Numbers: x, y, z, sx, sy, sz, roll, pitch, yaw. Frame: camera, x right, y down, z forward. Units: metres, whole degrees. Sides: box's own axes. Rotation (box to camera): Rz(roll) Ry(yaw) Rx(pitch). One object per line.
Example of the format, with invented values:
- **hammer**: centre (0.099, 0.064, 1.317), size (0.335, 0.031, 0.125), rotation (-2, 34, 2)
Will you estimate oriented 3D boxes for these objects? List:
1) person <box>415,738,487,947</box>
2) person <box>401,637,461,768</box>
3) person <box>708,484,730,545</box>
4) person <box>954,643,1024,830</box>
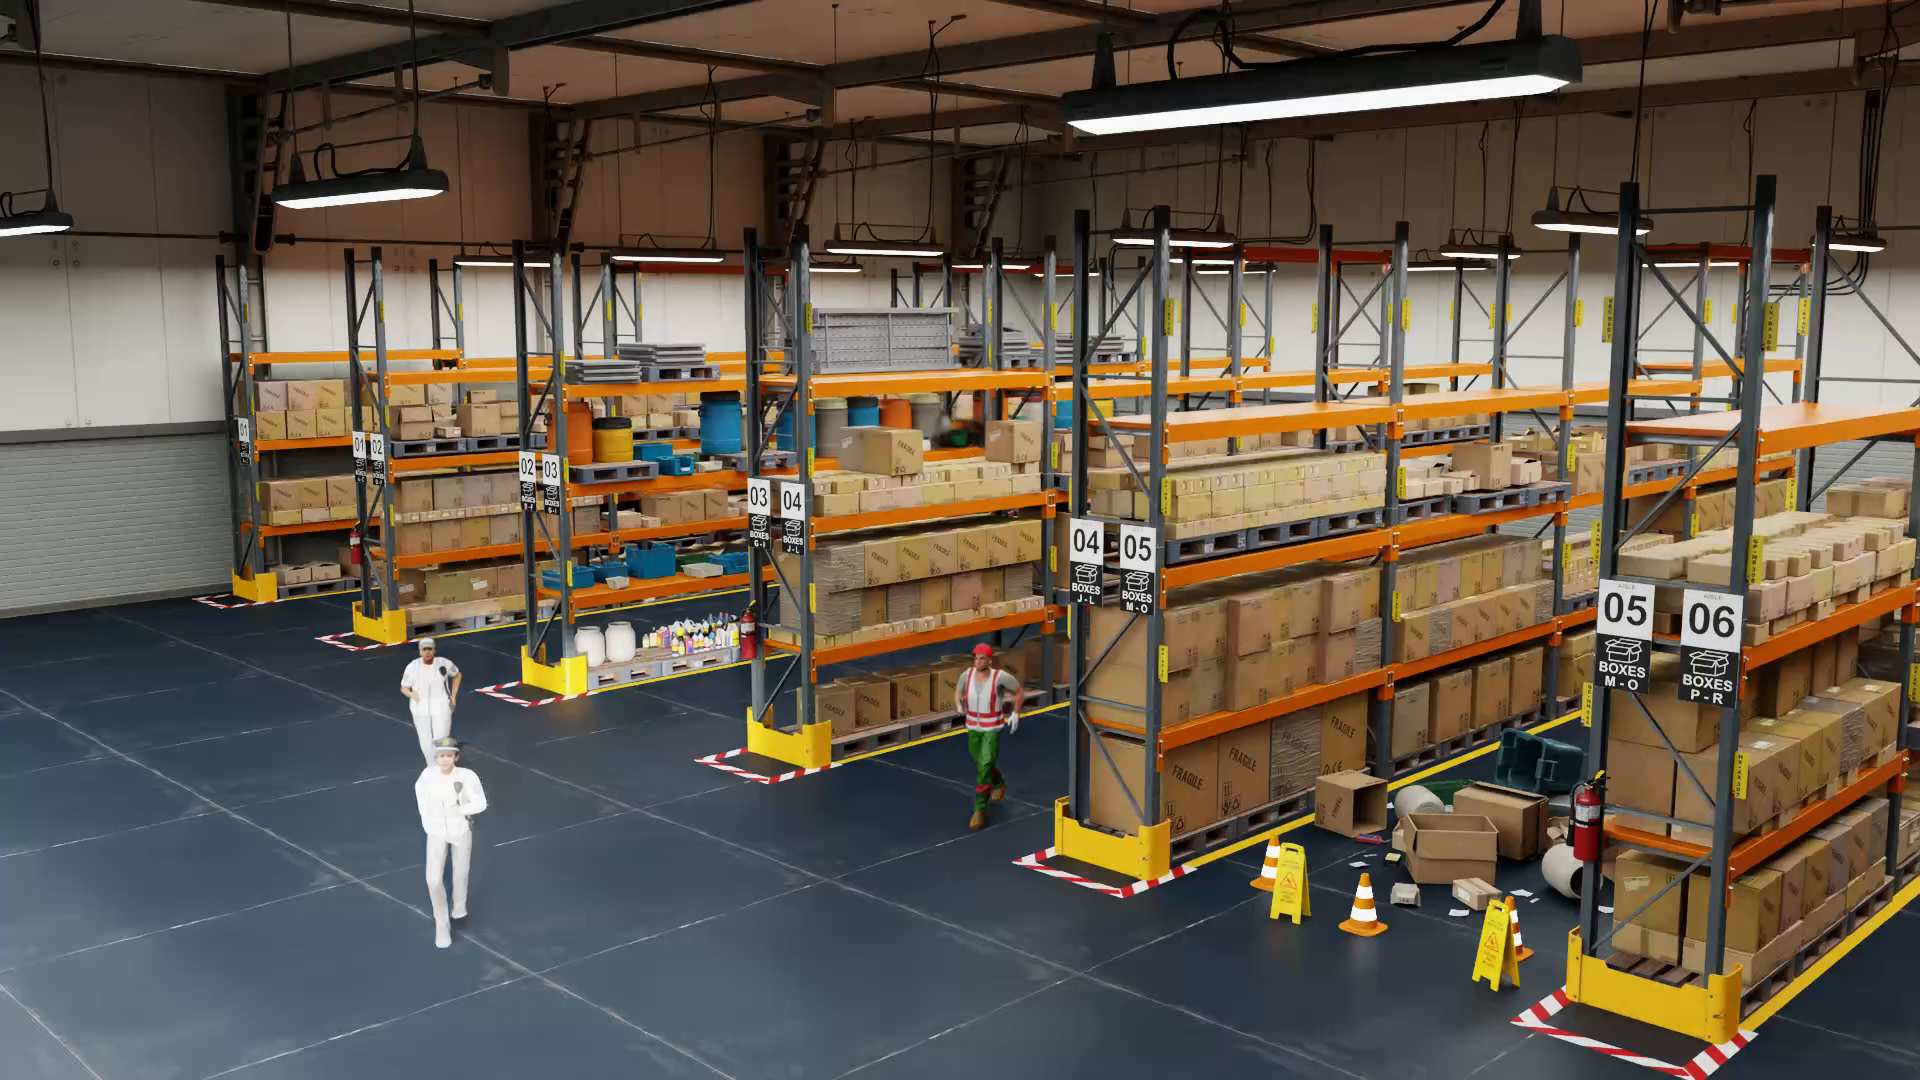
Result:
- **person**: centre (-4.169, 2.431, 13.658), size (0.590, 1.748, 0.792), rotation (-1, 8, -10)
- **person**: centre (-5.626, 1.863, 17.695), size (0.590, 1.698, 0.708), rotation (-1, 8, -9)
- **person**: centre (-4.635, -0.234, 32.145), size (0.676, 1.710, 0.802), rotation (6, 10, 38)
- **person**: centre (0.255, 1.914, 16.788), size (0.688, 1.797, 0.962), rotation (4, 9, 28)
